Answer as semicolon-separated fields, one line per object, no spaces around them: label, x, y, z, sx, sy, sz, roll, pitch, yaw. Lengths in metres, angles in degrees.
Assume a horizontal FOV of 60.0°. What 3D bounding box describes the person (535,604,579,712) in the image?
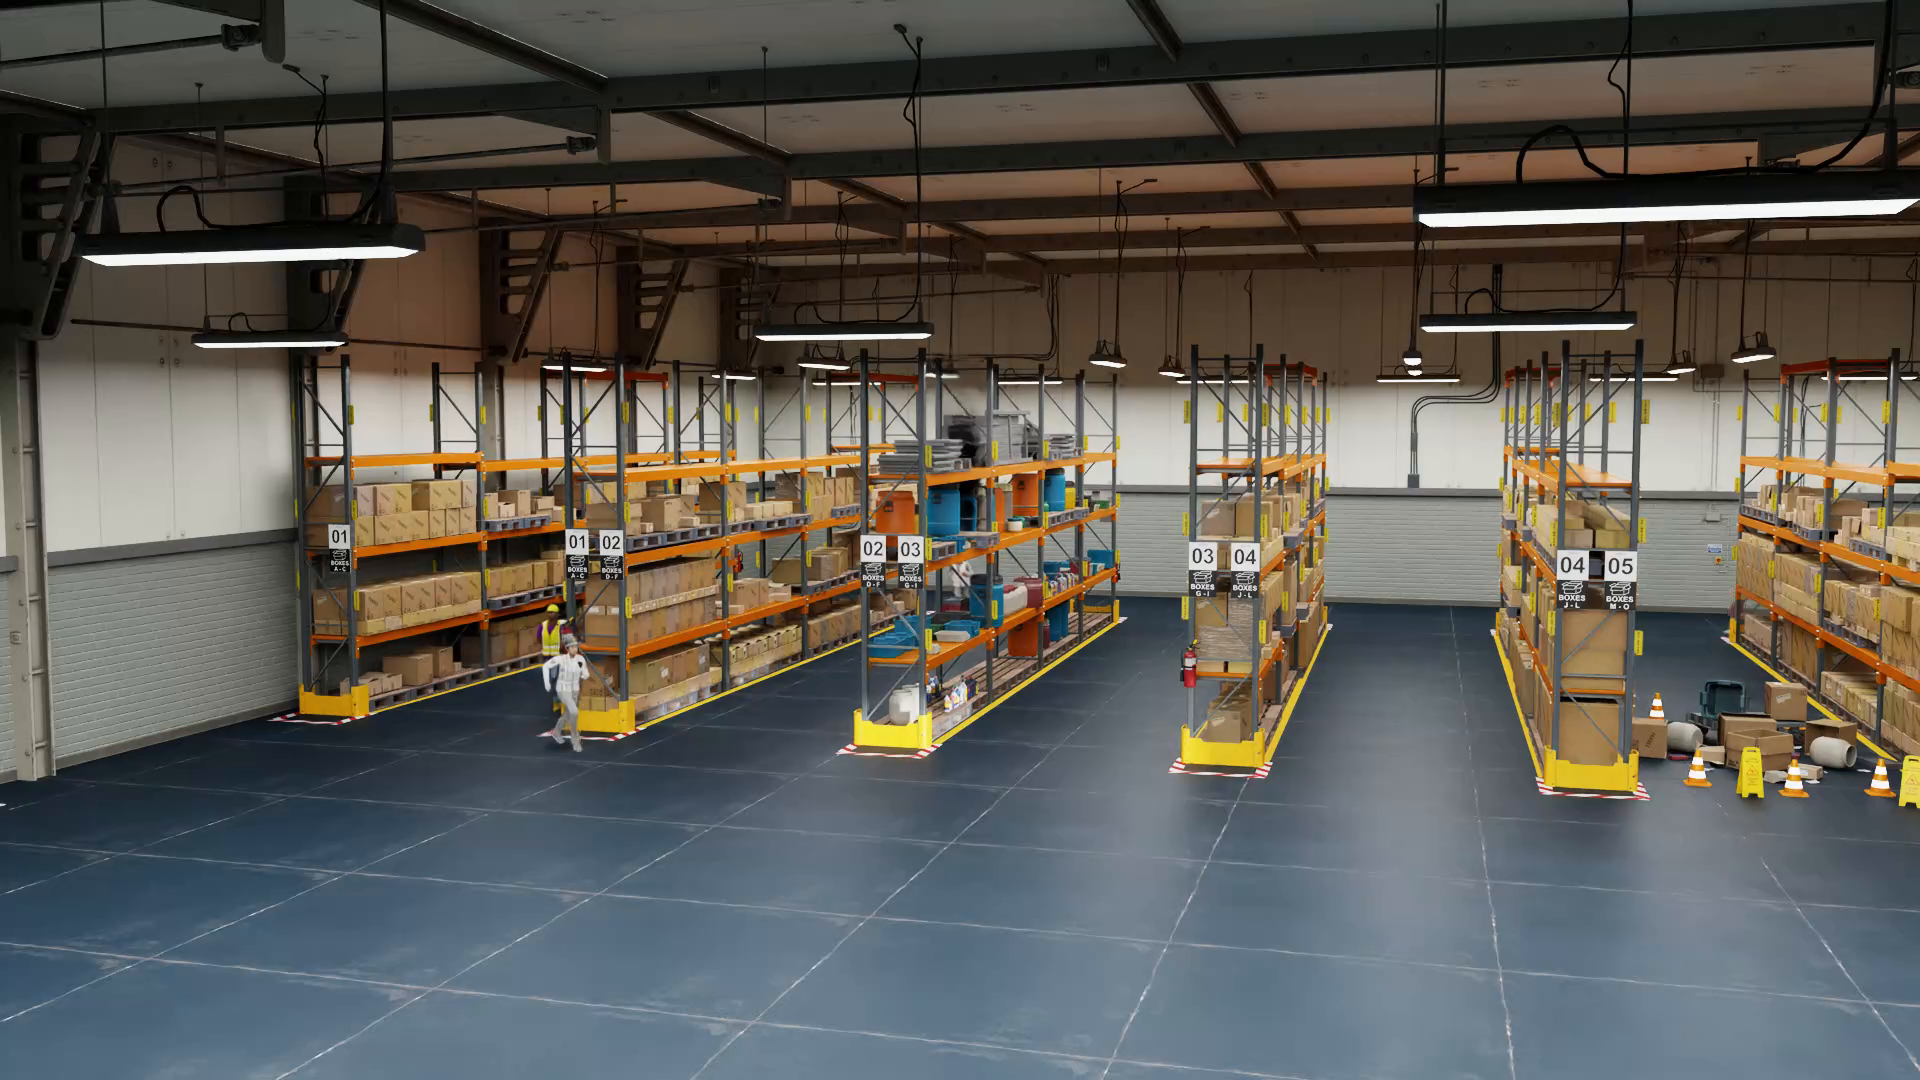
person;-6.918;2.004;28.364;0.672;1.824;0.762;1;4;17

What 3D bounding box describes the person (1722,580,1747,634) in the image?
person;17.776;1.351;37.875;0.779;1.656;0.613;3;6;39

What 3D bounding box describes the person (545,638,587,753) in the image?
person;-5.919;2.304;24.875;0.516;1.726;0.827;-4;6;-44

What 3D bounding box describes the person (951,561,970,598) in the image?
person;-0.001;1.127;40.153;0.516;1.805;0.721;1;4;8
